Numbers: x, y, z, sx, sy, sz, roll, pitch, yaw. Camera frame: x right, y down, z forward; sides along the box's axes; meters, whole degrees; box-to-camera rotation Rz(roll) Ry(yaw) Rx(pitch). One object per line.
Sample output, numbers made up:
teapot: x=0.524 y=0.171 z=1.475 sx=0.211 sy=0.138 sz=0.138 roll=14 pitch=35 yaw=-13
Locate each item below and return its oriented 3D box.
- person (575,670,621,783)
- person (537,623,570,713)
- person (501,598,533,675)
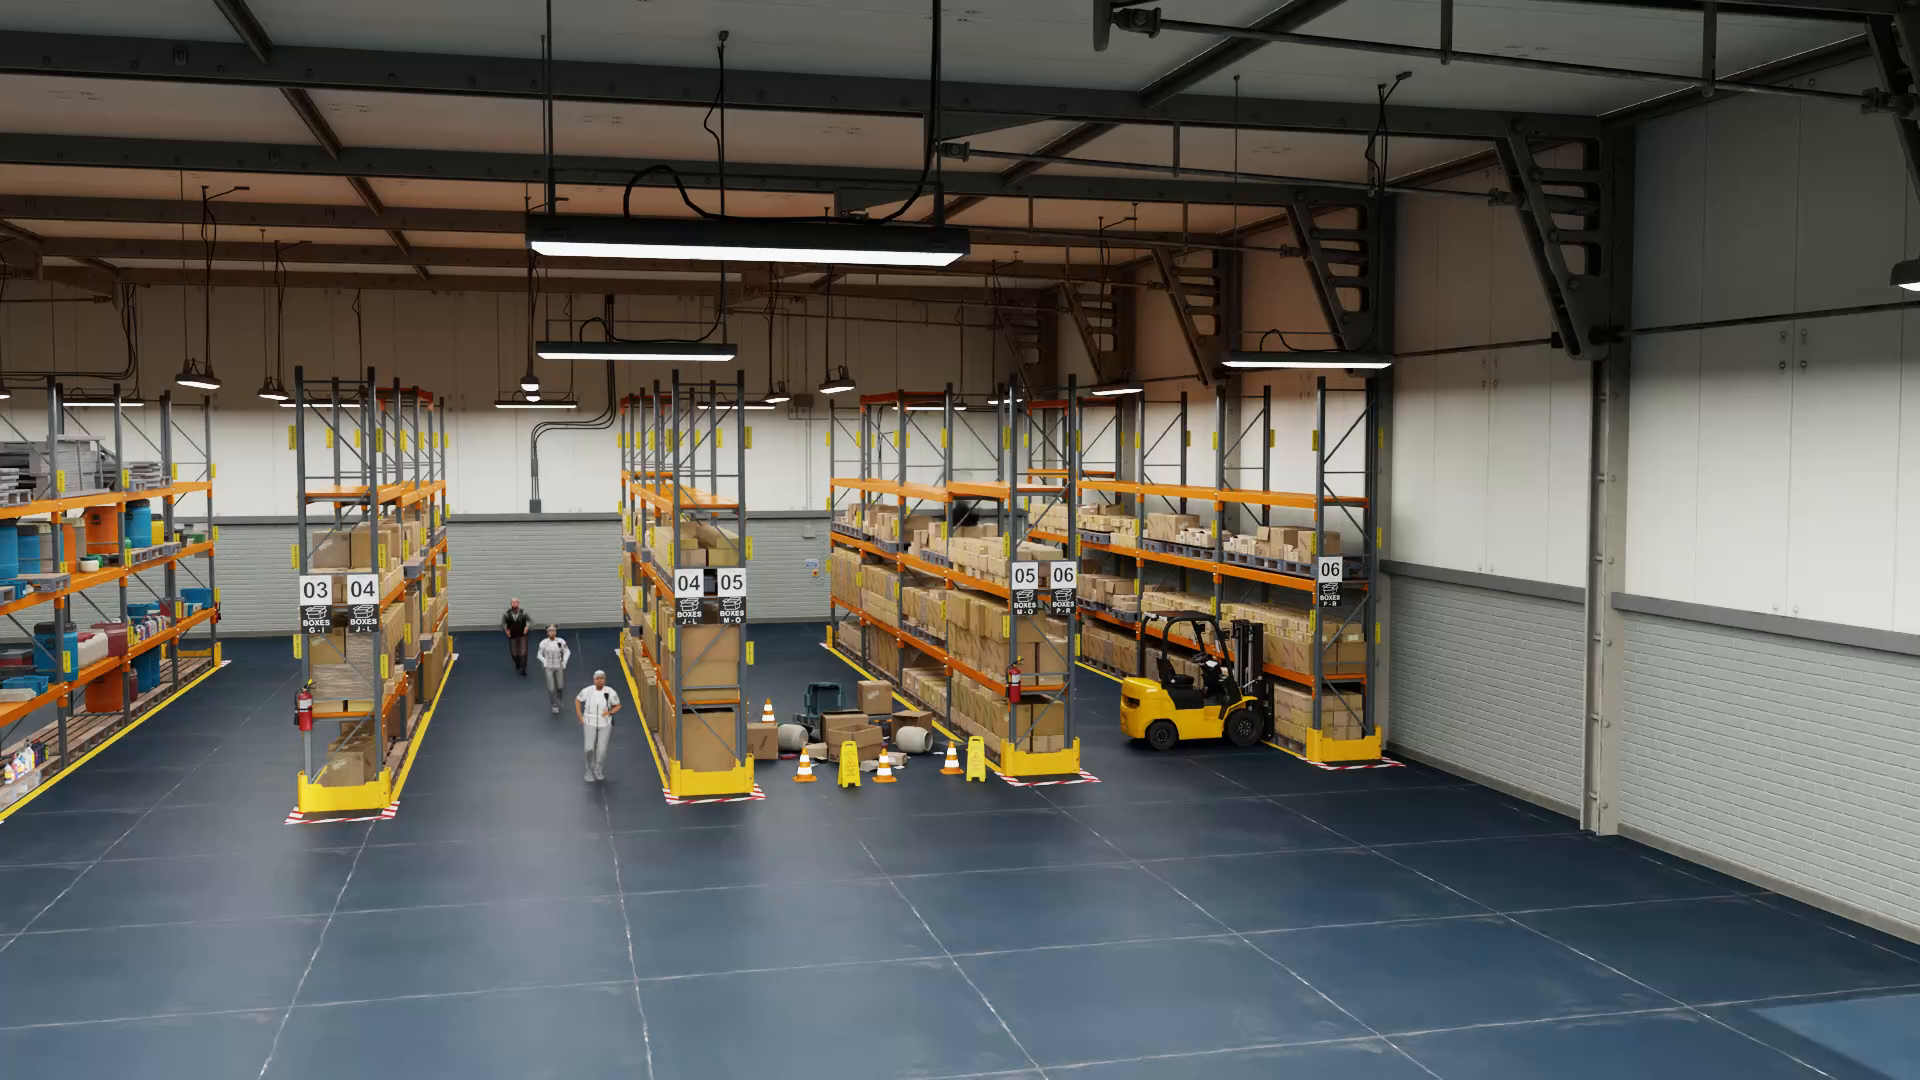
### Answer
person: x=-5.293 y=2.730 z=24.339 sx=0.665 sy=1.650 sz=0.599 roll=-1 pitch=3 yaw=-12
person: x=-7.436 y=2.350 z=30.464 sx=0.589 sy=1.653 sz=0.528 roll=-1 pitch=4 yaw=-15
person: x=-9.462 y=2.061 z=35.531 sx=0.671 sy=1.648 sz=0.625 roll=-1 pitch=4 yaw=-16
